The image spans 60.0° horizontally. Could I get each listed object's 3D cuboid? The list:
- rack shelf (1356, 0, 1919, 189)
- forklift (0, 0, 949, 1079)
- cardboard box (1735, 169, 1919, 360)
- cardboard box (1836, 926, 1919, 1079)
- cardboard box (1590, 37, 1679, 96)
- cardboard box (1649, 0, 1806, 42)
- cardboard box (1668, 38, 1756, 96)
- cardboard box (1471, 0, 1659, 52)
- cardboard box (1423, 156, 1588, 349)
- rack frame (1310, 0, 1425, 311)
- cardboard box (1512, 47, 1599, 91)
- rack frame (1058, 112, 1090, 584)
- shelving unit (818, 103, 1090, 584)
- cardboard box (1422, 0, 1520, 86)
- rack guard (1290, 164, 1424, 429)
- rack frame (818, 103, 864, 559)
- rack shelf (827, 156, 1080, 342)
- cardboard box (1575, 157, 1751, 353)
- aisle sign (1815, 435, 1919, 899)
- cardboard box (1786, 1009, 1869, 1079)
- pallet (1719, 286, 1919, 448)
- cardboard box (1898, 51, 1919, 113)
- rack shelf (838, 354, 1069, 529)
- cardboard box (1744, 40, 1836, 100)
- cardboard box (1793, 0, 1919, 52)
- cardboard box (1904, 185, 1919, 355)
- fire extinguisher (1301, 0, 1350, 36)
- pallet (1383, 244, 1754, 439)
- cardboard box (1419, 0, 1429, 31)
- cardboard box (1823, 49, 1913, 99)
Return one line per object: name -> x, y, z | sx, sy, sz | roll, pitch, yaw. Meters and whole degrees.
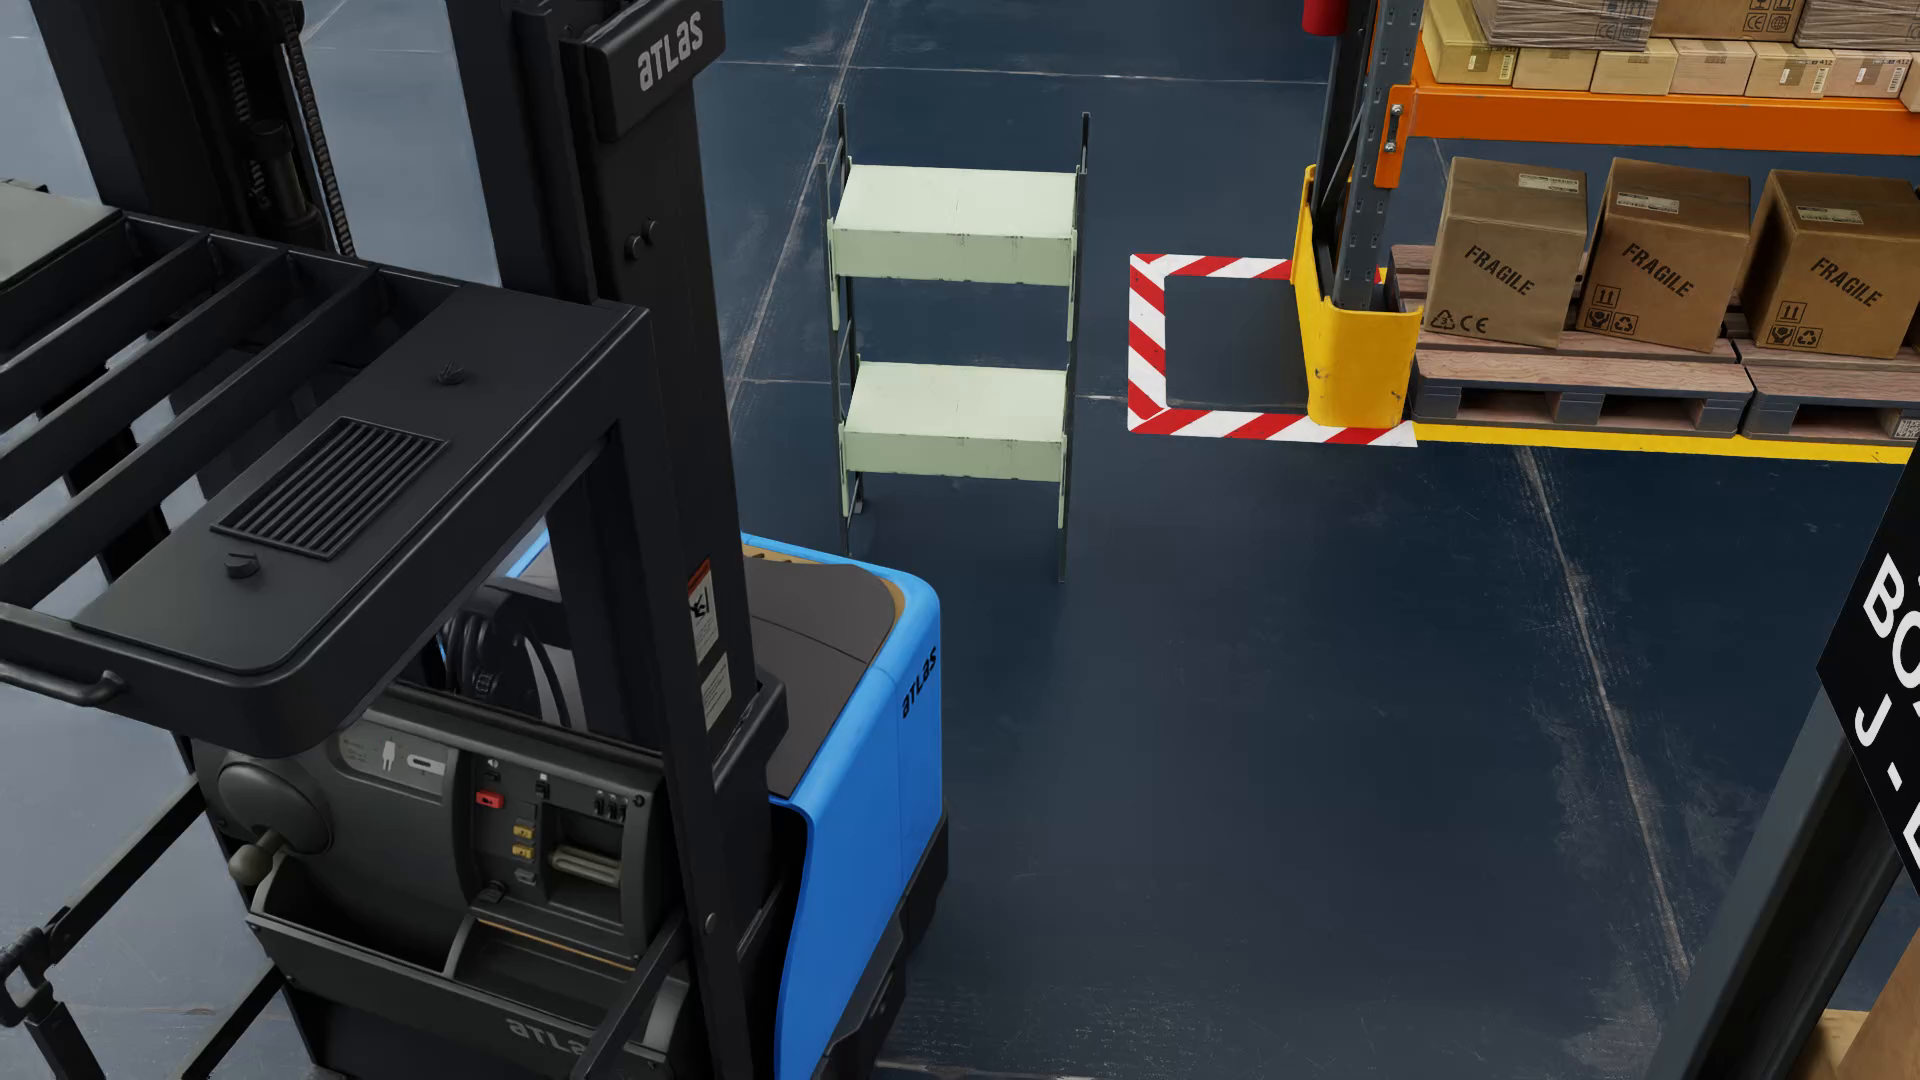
rack shelf -> 3.461, -1.570, 5.873 | 4.000, 0.370, 1.077 | 3, 39, 4
forklift -> -1.021, 0.554, 2.747 | 1.130, 2.935, 3.031 | 13, 41, 16
cardboard box -> 3.310, -1.050, 6.311 | 0.500, 0.500, 0.500 | 7, 40, 8
cardboard box -> 1.307, 0.723, 1.511 | 0.550, 0.550, 0.875 | 3, 39, 4
cardboard box -> 2.227, -1.646, 5.596 | 0.250, 0.149, 0.380 | 3, 39, 4
cardboard box -> 2.523, -2.113, 5.655 | 0.500, 0.500, 0.875 | 3, 39, 4
cardboard box -> 2.478, -1.646, 5.595 | 0.250, 0.149, 0.380 | 3, 39, 4
cardboard box -> 2.014, -2.065, 5.596 | 0.500, 0.500, 0.875 | 3, 39, 4
cardboard box -> 2.090, -1.107, 6.381 | 0.500, 0.500, 0.500 | 10, 40, 12
rack frame -> 1.469, -1.958, 5.779 | 0.127, 3.000, 1.000 | 3, 39, 4
cardboard box -> 1.980, -1.669, 5.624 | 0.250, 0.149, 0.380 | 3, 39, 4
rack frame -> 0.358, -0.562, 5.252 | 0.023, 1.500, 0.400 | 3, 39, 4
shelving unit -> -0.007, -0.582, 5.277 | 0.755, 1.500, 0.431 | 3, 39, 4
cardboard box -> 1.732, -1.695, 5.655 | 0.250, 0.149, 0.380 | 3, 39, 4
rack guard -> 1.545, -0.984, 6.563 | 0.348, 0.500, 1.175 | 3, 39, 4
rack frame -> -0.371, -0.602, 5.301 | 0.023, 1.500, 0.400 | 3, 39, 4
rack shelf -> -0.007, -0.885, 5.031 | 0.720, 0.370, 0.431 | 3, 39, 4
cardboard box -> 2.688, -1.096, 6.368 | 0.500, 0.500, 0.500 | 13, 41, 15
aisle sign -> 0.895, -0.045, 1.370 | 0.004, 0.787, 0.394 | 3, 39, 4
cardboard box -> 1.314, 1.089, 1.917 | 0.550, 0.550, 0.875 | 3, 39, 4
pallet -> 3.563, -0.738, 6.489 | 1.213, 0.211, 1.003 | 3, 39, 4
cardboard box -> 3.218, -1.552, 5.480 | 0.250, 0.149, 0.380 | 3, 39, 4
rack shelf -> -0.007, -0.329, 5.483 | 0.720, 0.370, 0.431 | 3, 39, 4
cardboard box -> 2.727, -1.628, 5.573 | 0.250, 0.149, 0.380 | 3, 39, 4
cardboard box -> 3.017, -2.059, 5.588 | 0.500, 0.500, 0.875 | 3, 39, 4
cardboard box -> 3.862, -0.991, 6.239 | 0.500, 0.500, 0.500 | 0, 39, 0
fire extinguisher -> 1.395, -2.224, 6.168 | 0.183, 0.674, 0.296 | 3, 39, 4
pallet -> 2.351, -0.806, 6.573 | 1.213, 0.211, 1.003 | 3, 39, 4
cardboard box -> 1.771, -1.975, 5.999 | 0.250, 0.149, 0.380 | 3, 39, 4
cardboard box -> 2.978, -1.631, 5.577 | 0.250, 0.149, 0.380 | 3, 39, 4
